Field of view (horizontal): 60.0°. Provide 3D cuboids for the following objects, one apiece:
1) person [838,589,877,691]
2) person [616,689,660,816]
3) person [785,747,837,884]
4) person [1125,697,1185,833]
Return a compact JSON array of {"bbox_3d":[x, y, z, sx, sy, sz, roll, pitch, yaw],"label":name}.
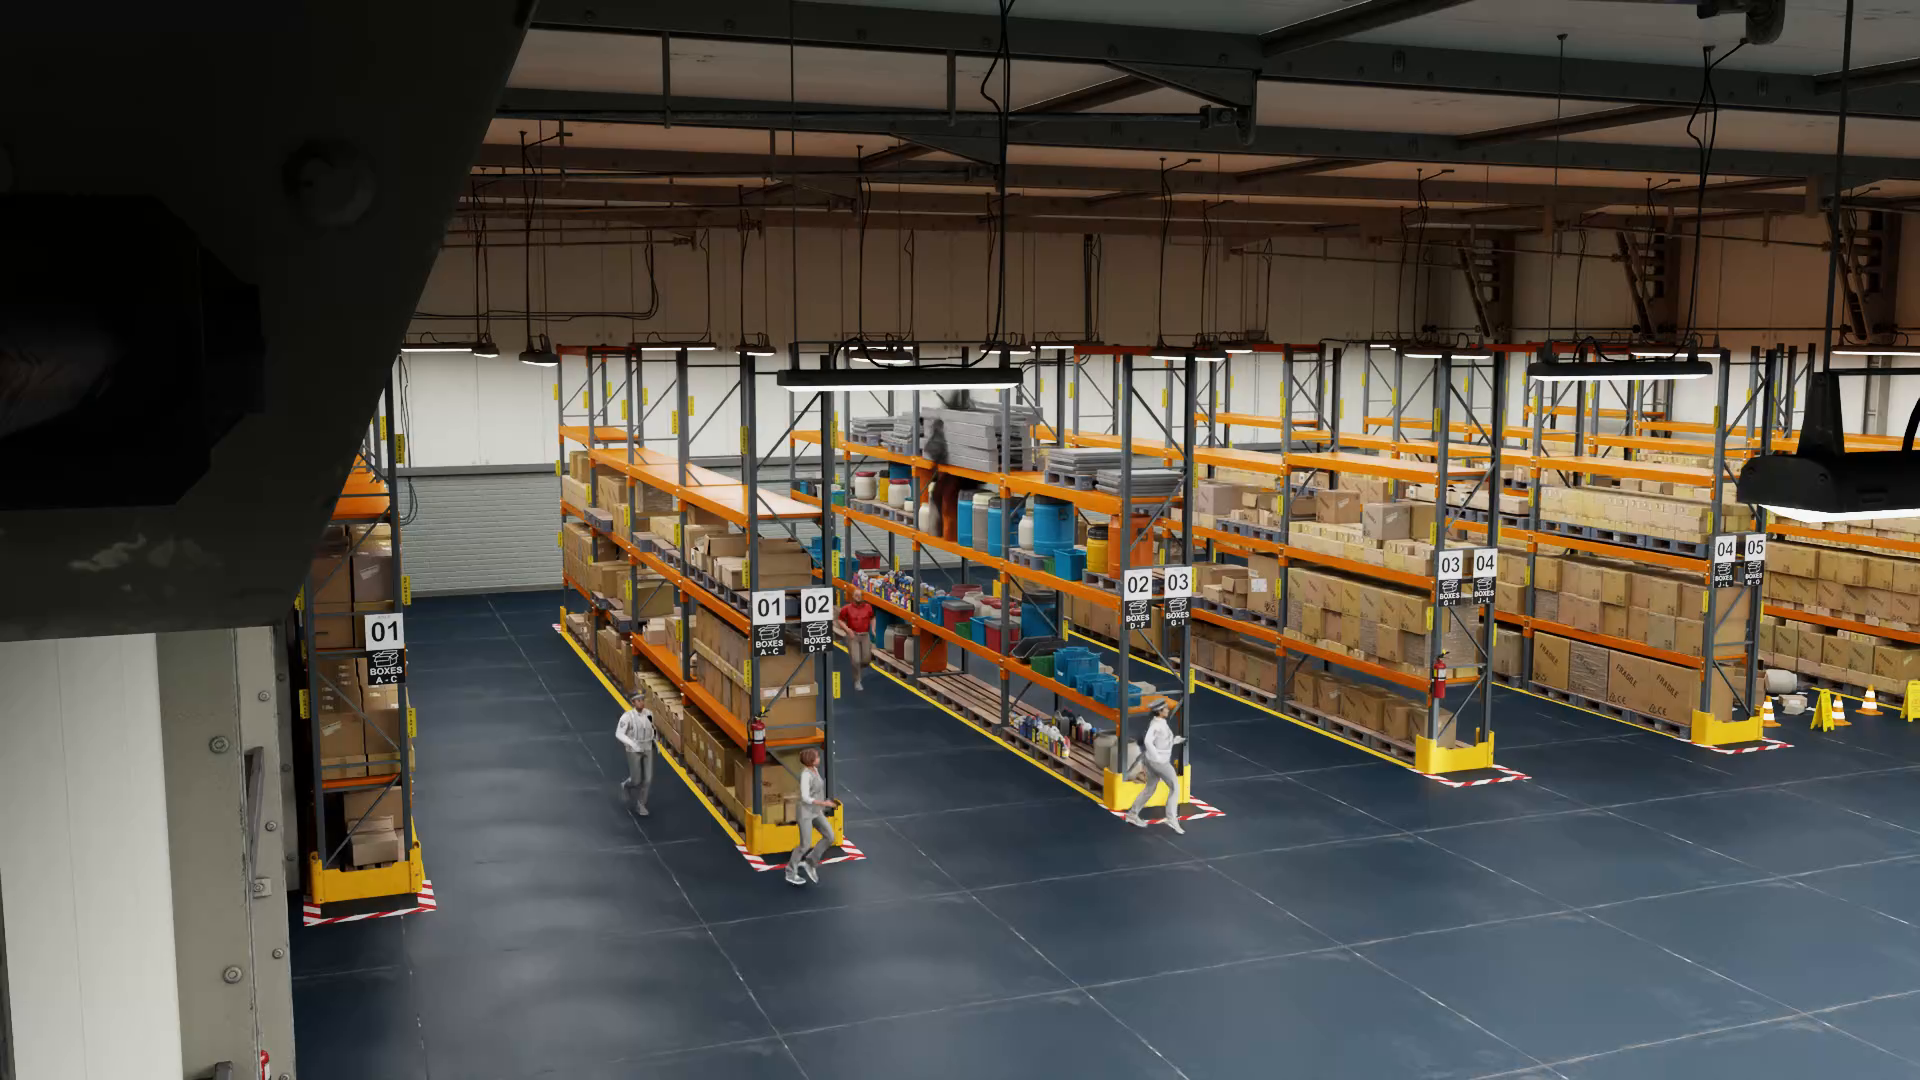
[{"bbox_3d":[-1.721,1.661,28.010,0.665,1.698,0.603,-2,8,-16],"label":"person"},{"bbox_3d":[-4.213,2.754,21.786,0.609,1.648,0.611,-6,9,-37],"label":"person"},{"bbox_3d":[-1.683,3.139,18.985,0.629,1.571,0.566,2,8,18],"label":"person"},{"bbox_3d":[2.479,2.844,20.966,0.771,1.755,0.597,-1,7,-8],"label":"person"}]
